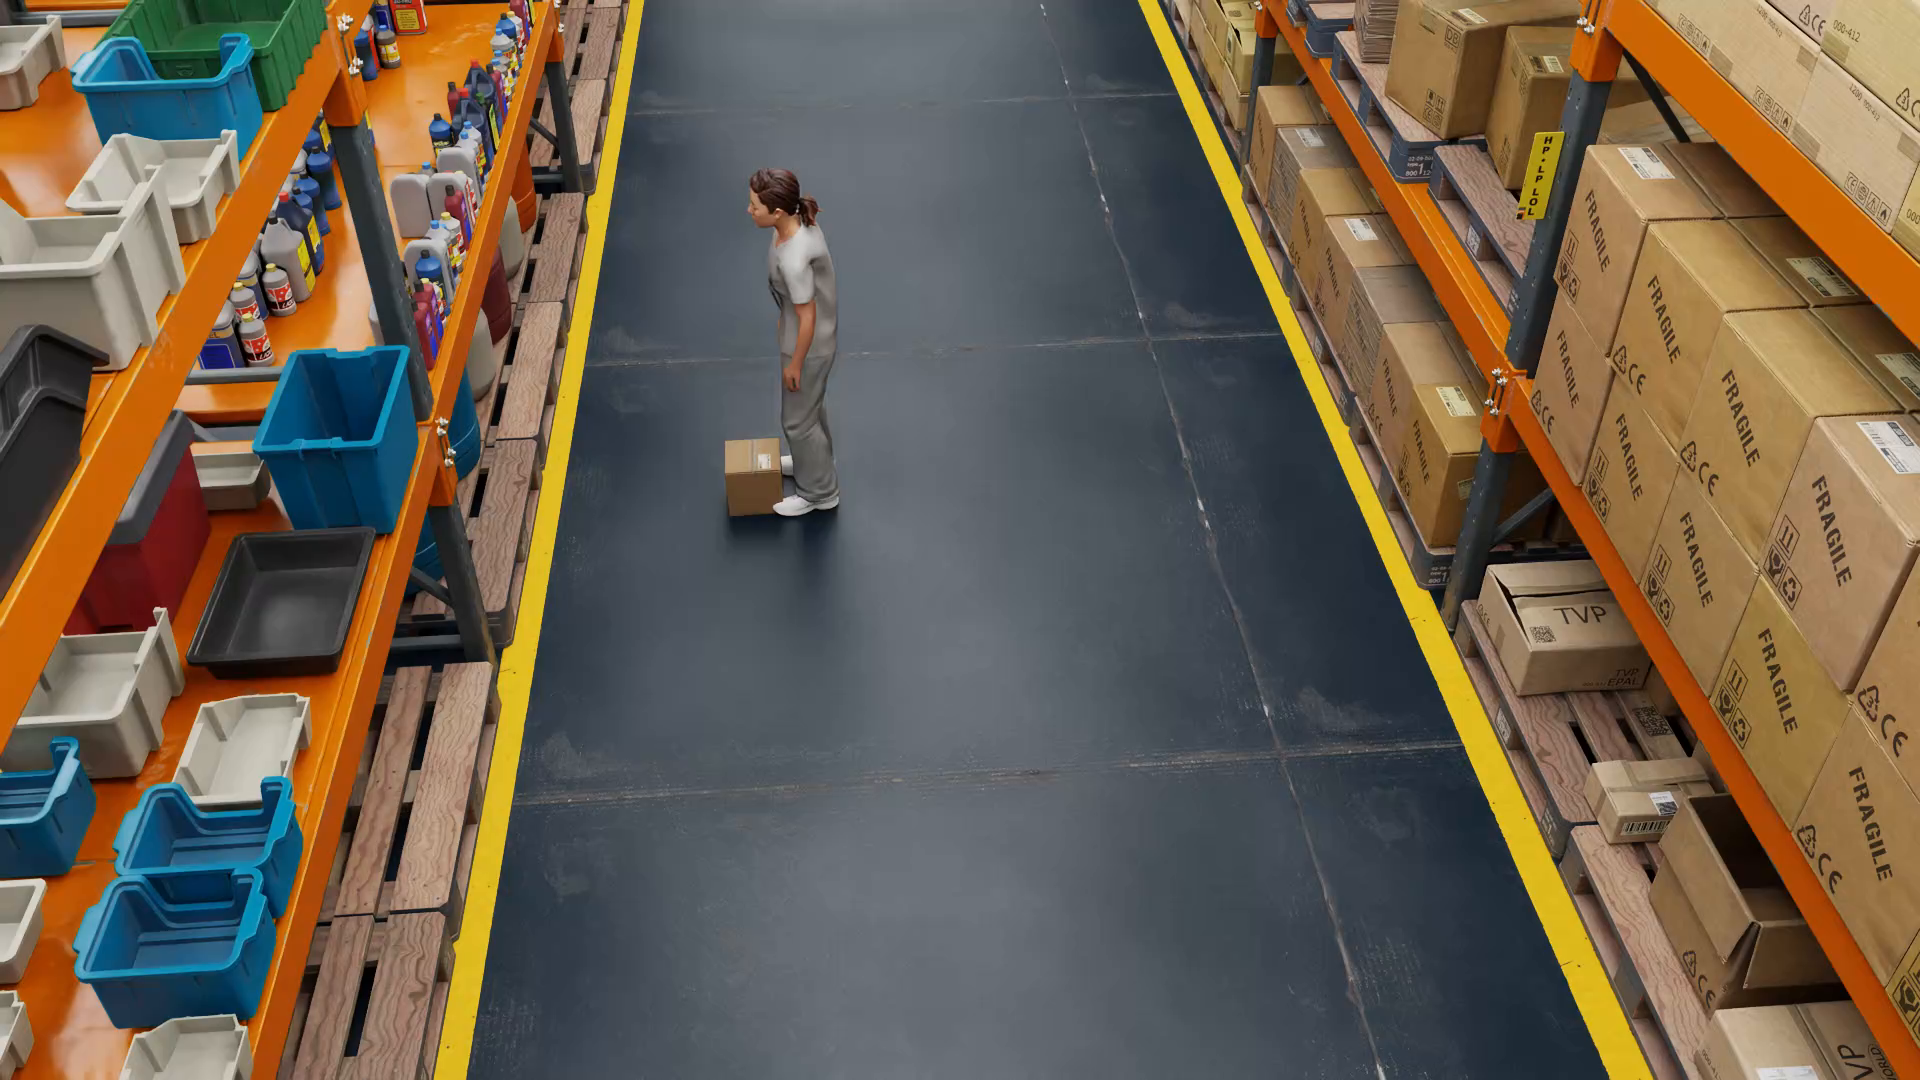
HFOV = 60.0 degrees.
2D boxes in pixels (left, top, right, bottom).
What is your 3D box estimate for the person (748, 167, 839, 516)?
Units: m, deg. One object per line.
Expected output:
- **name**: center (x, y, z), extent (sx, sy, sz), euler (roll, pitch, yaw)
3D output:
- **person**: center (-0.698, -0.857, 7.204), extent (0.352, 1.673, 0.508), euler (-4, 39, -5)
